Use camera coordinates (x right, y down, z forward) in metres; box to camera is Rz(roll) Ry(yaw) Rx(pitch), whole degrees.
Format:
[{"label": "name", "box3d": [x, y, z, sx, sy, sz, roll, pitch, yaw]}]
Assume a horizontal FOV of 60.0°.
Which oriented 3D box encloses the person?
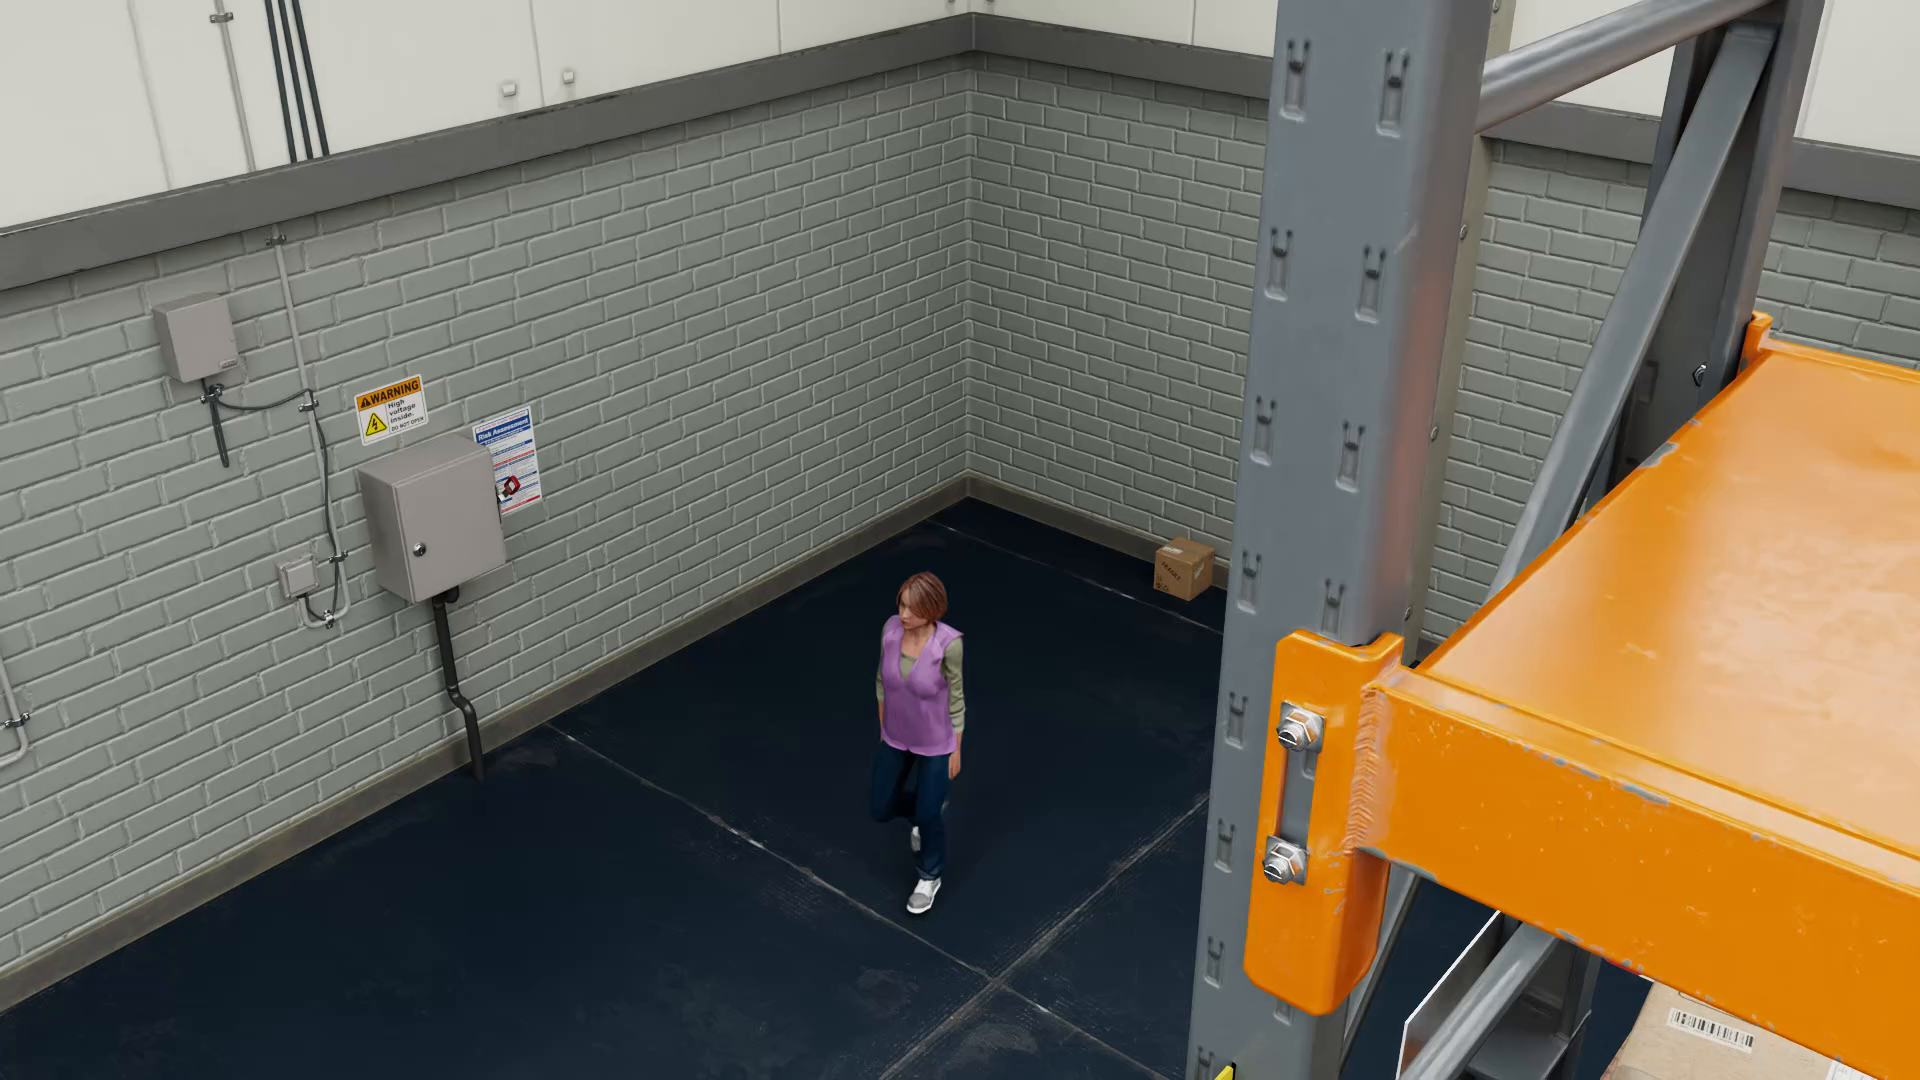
[{"label": "person", "box3d": [-0.150, 0.815, 7.031, 0.418, 1.588, 0.487, 13, 30, 23]}]
